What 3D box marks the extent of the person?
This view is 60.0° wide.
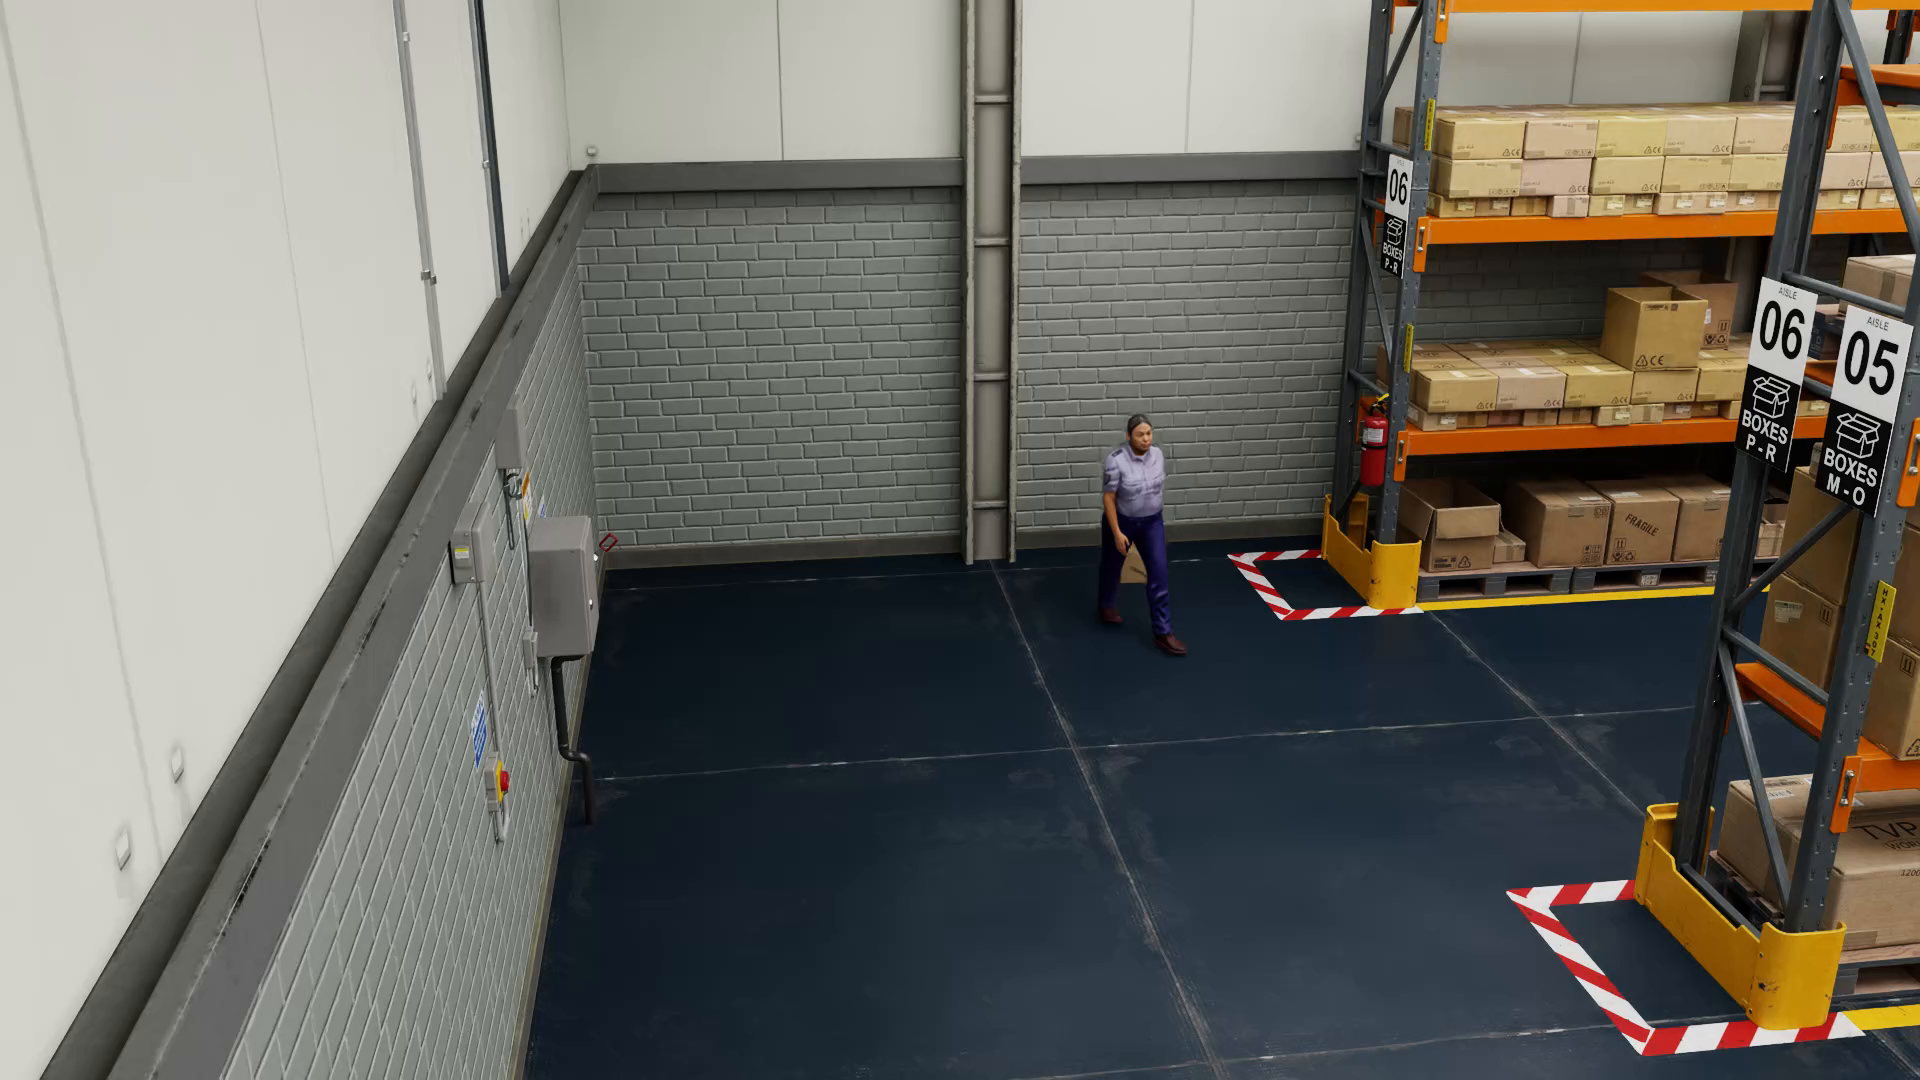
[{"bbox_3d":[1.193,-0.092,11.324,0.484,1.587,0.947,-6,21,-16],"label":"person"}]
